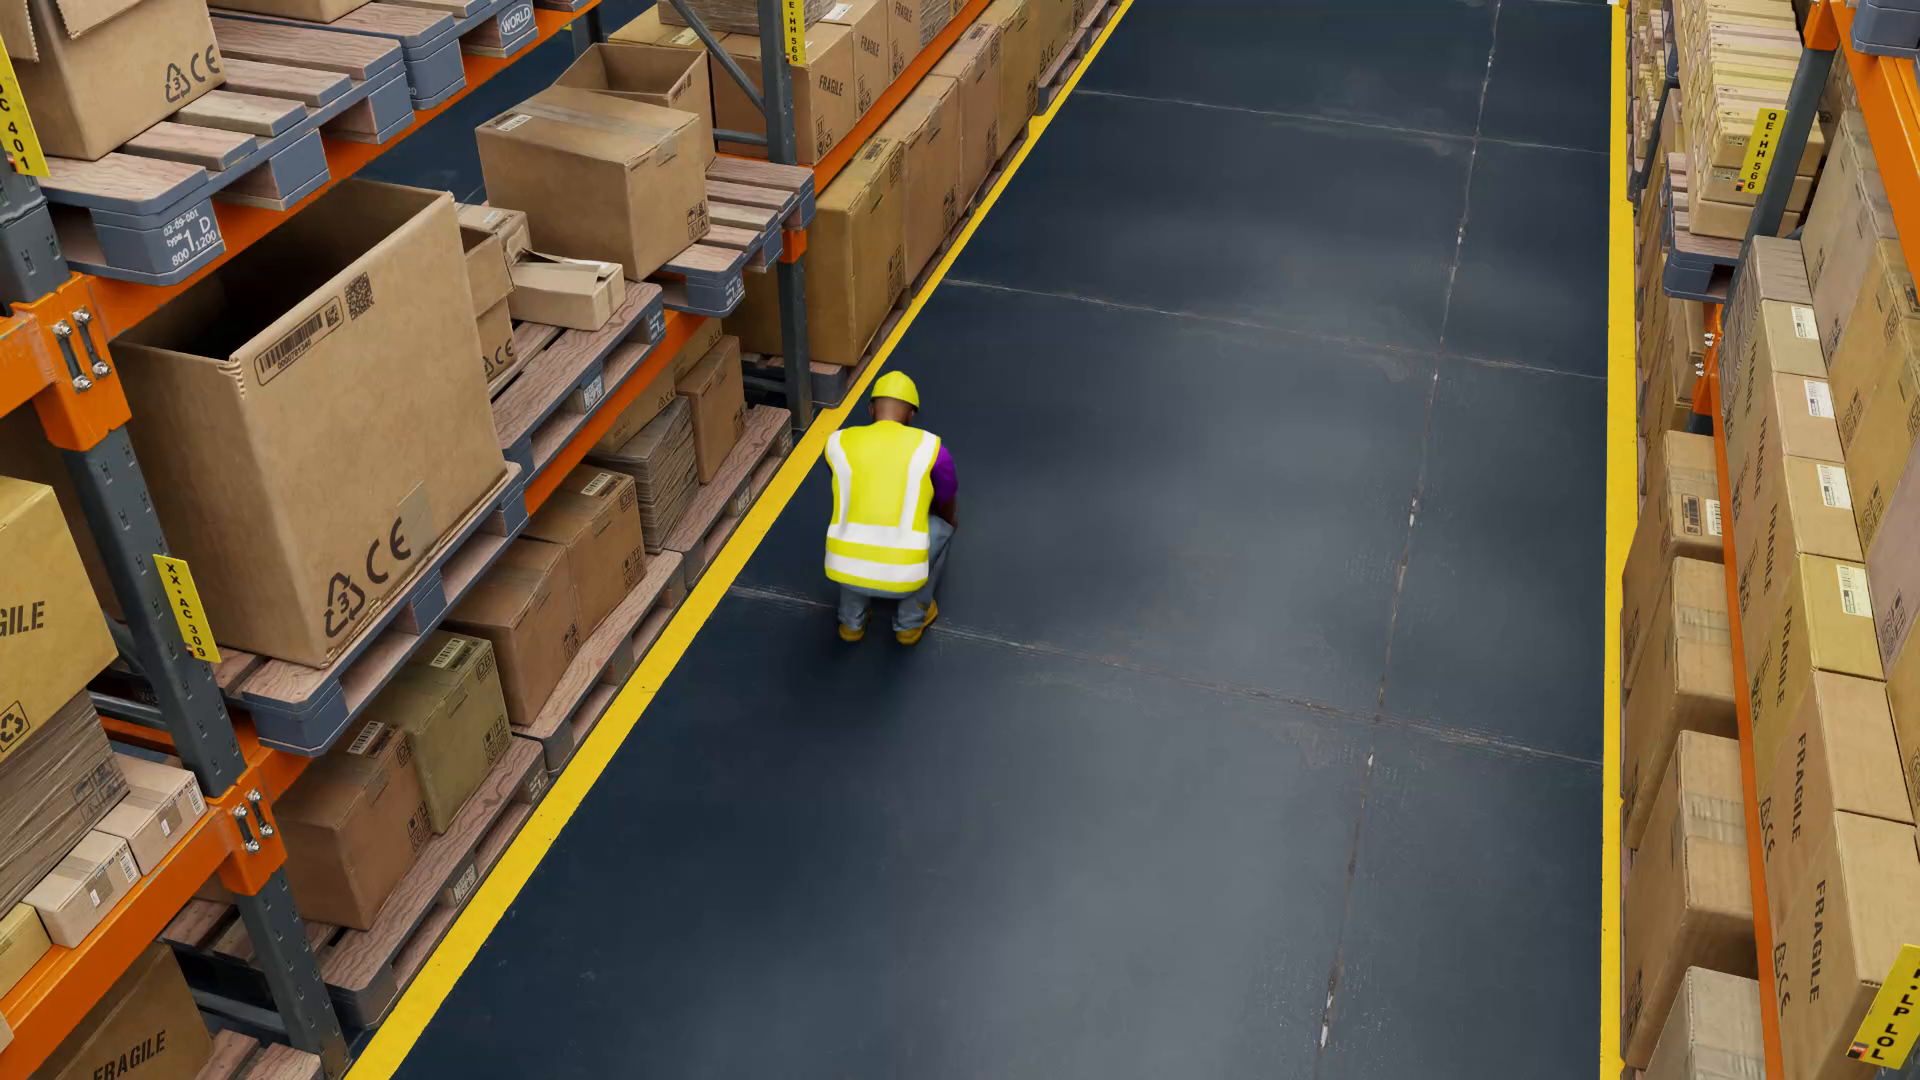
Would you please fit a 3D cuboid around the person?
[{"bbox_3d":[-0.309,-0.120,6.928,0.546,1.011,0.900,9,38,11],"label":"person"}]
